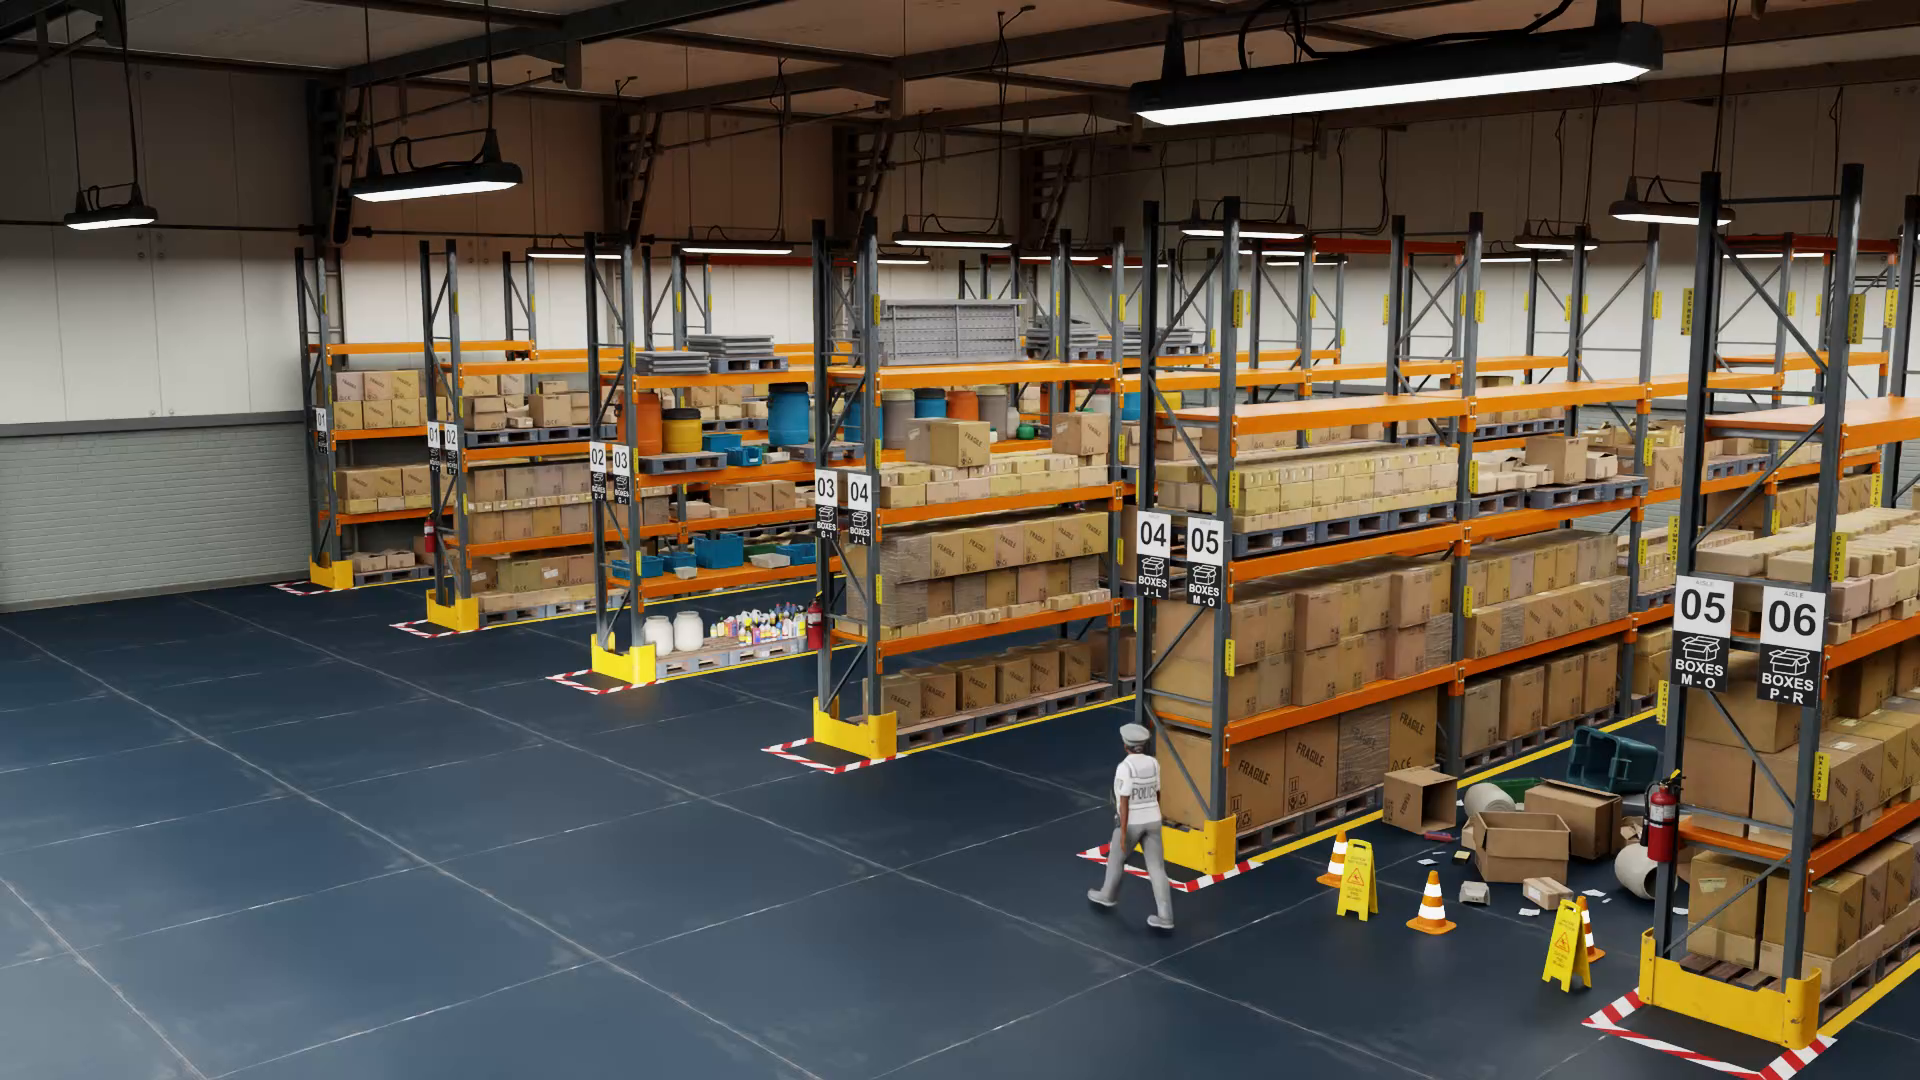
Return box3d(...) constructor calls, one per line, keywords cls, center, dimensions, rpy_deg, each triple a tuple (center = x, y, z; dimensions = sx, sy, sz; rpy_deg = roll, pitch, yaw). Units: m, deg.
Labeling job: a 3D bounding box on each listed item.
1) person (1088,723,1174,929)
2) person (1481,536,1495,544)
box3d(cls="person", center=(1.457, 2.332, 13.807), dimensions=(0.493, 1.604, 1.007), rpy_deg=(-4, 9, -27))
box3d(cls="person", center=(7.847, 0.745, 24.863), dimensions=(0.450, 1.595, 0.453), rpy_deg=(-5, 10, -32))
